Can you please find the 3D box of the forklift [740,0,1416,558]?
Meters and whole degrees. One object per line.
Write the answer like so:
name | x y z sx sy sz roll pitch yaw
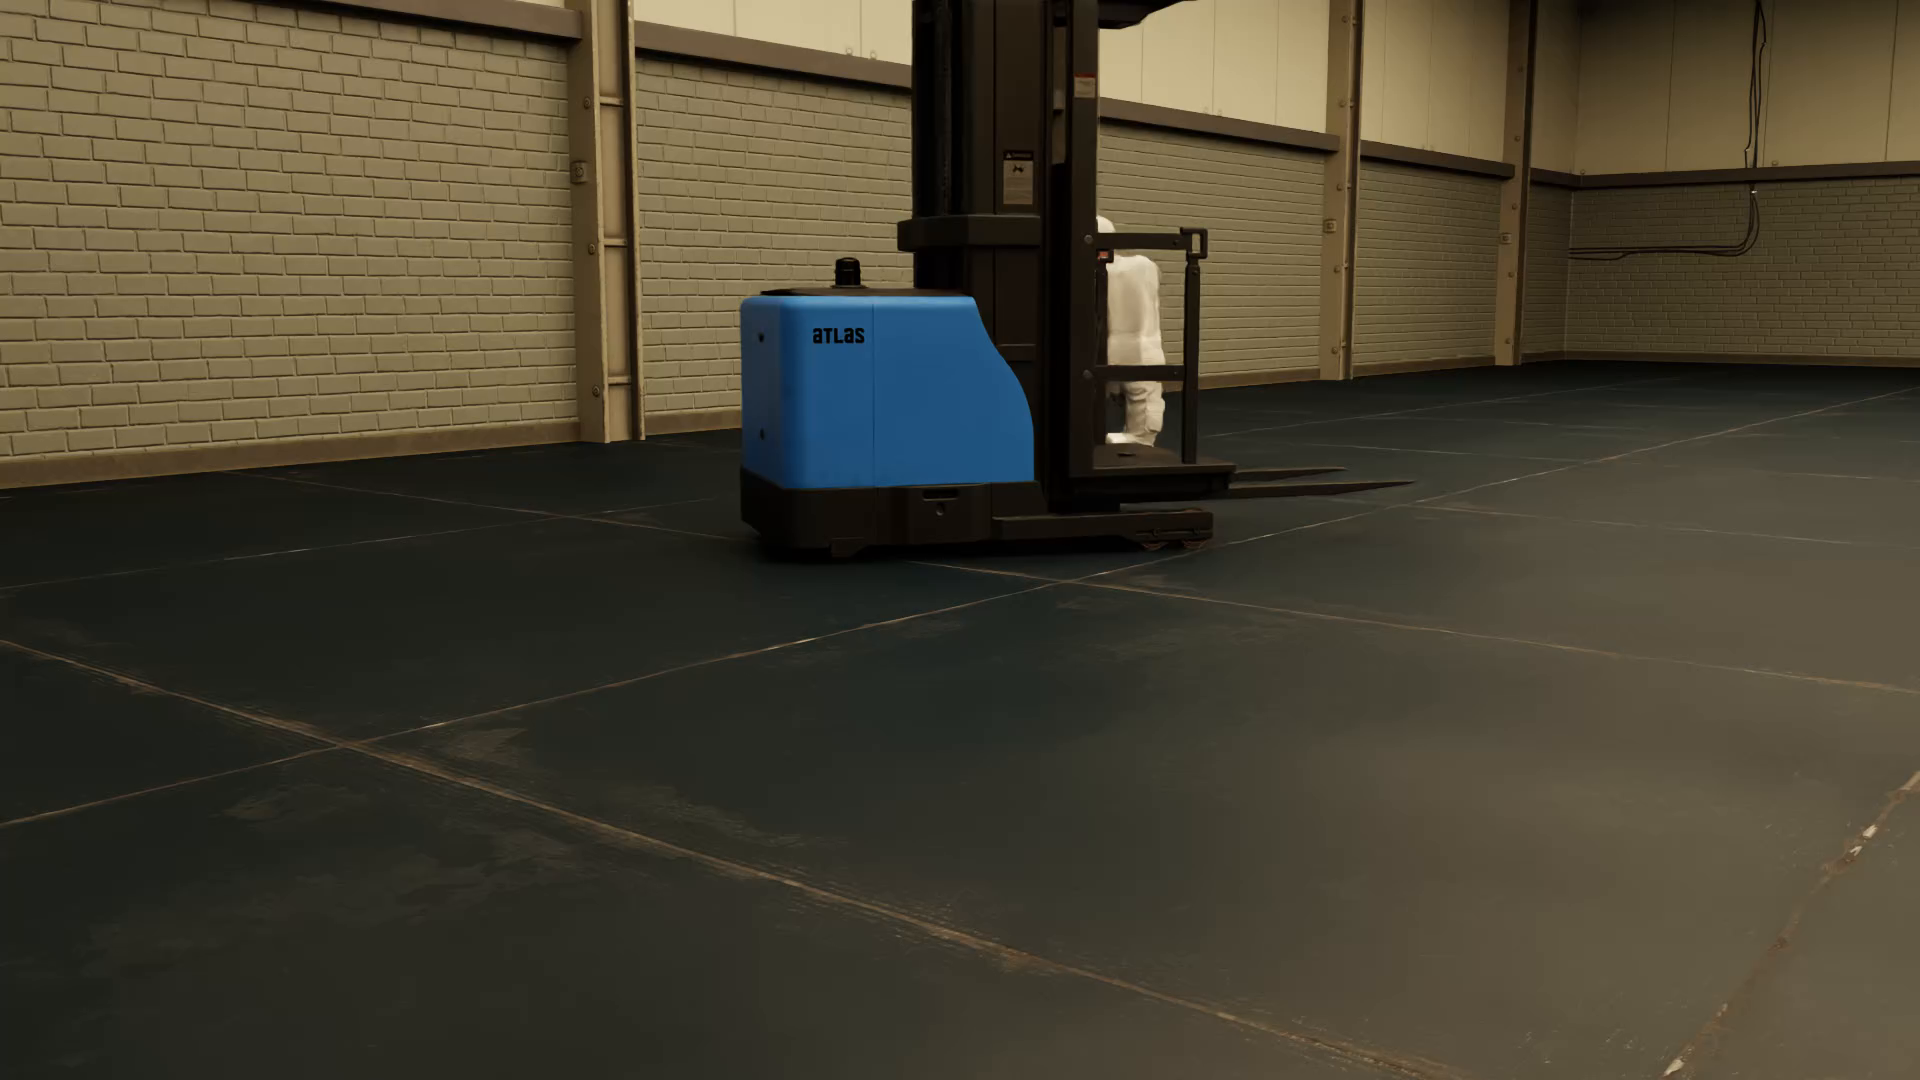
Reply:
forklift | 0.581 -1.479 7.391 3.031 2.935 1.130 -3 9 -18

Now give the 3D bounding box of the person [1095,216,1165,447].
person | 0.775 -0.984 9.062 0.685 1.542 0.952 3 9 19
